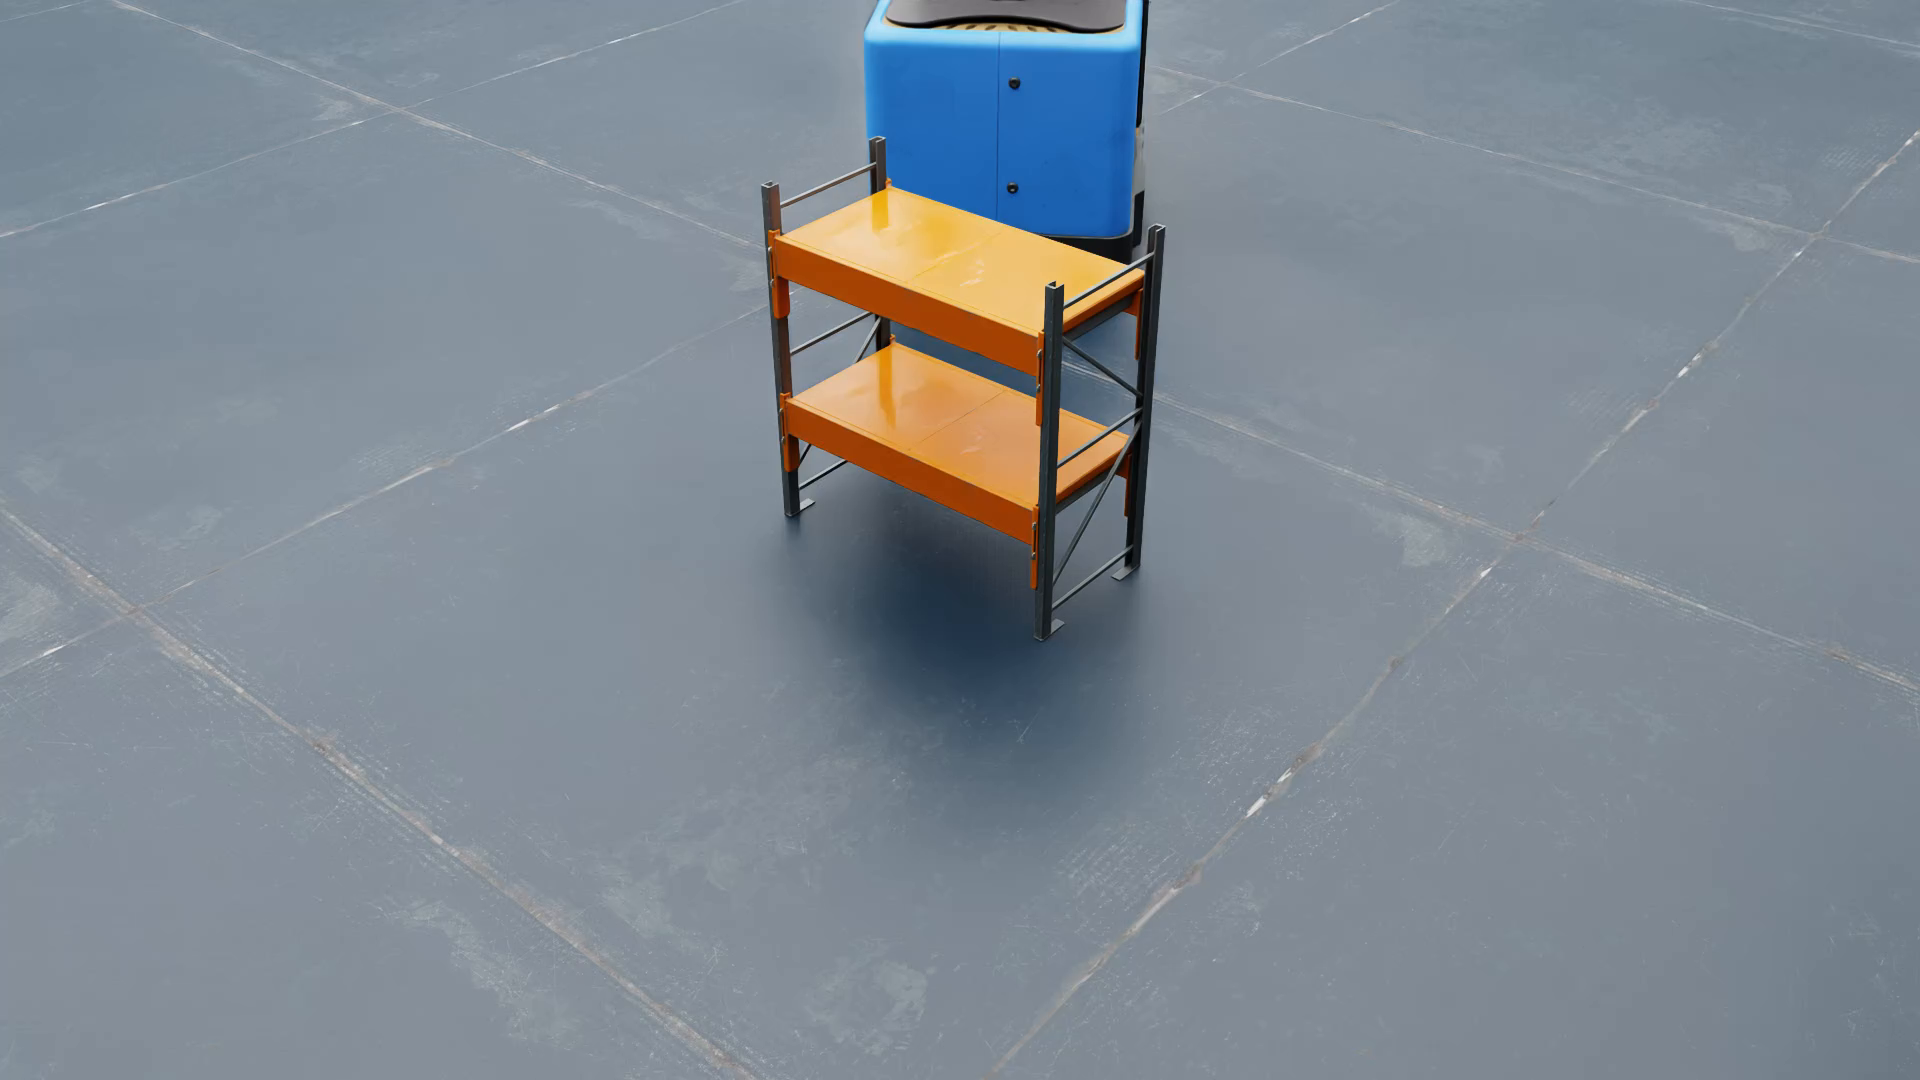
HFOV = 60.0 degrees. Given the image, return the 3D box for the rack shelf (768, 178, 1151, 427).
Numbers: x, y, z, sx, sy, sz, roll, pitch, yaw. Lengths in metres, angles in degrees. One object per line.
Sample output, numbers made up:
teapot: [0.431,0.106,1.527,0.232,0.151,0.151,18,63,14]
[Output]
rack shelf: [-0.005,-0.707,4.769,1.000,0.278,0.538,25,42,32]

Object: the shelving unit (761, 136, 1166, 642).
shelving unit: [-0.005,-0.466,4.935,1.048,1.125,0.538,25,42,32]

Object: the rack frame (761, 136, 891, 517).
rack frame: [-0.396,-0.650,5.203,0.032,1.125,0.500,25,42,32]

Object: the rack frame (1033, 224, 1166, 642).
rack frame: [0.385,-0.282,4.667,0.032,1.125,0.500,25,42,32]

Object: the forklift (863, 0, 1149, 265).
forklift: [0.296,-2.987,7.010,1.130,2.935,3.031,3,35,5]

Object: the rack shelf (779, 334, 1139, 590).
rack shelf: [-0.005,-0.265,5.074,1.000,0.278,0.538,25,42,32]
